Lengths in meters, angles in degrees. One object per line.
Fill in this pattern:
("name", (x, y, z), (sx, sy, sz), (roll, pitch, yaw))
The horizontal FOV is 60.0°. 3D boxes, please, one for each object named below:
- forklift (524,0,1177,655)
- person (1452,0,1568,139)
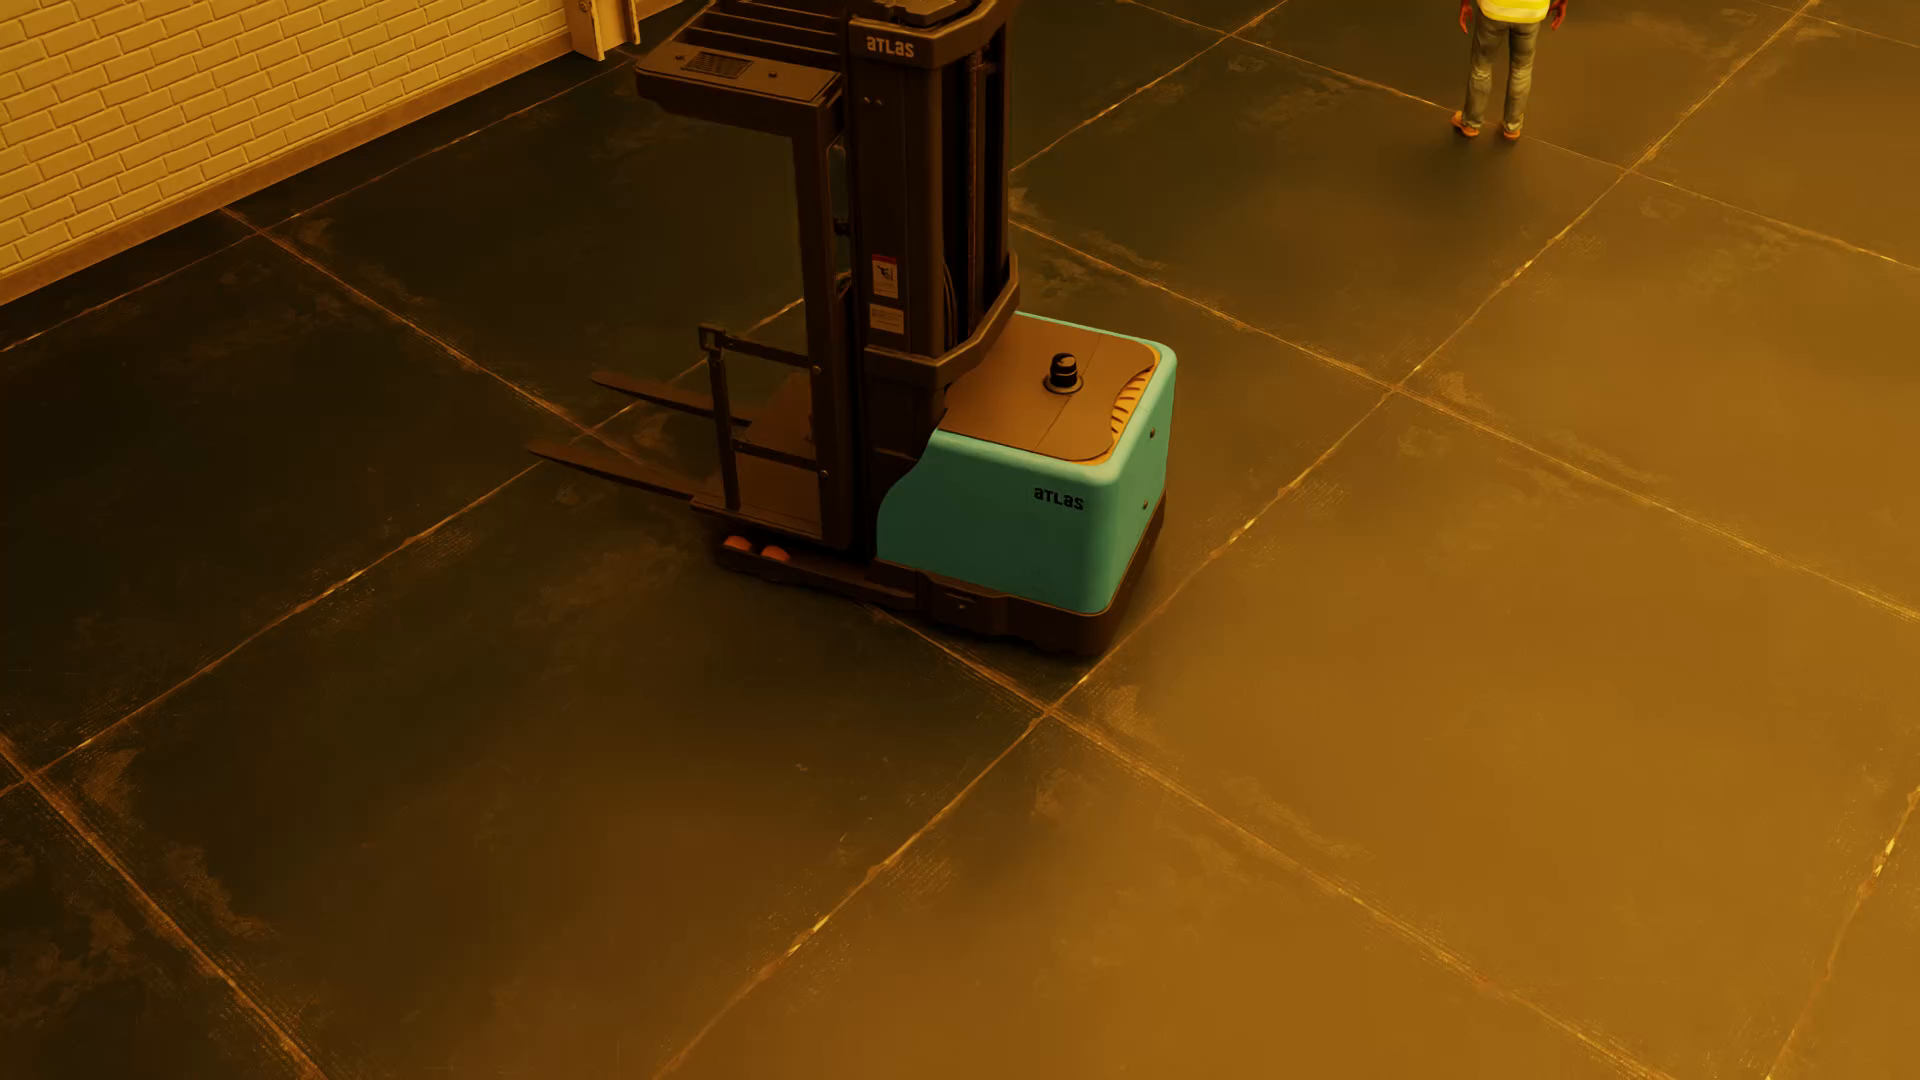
("forklift", (-0.603, -1.209, 7.106), (3.031, 2.935, 1.130), (15, 44, 16))
("person", (3.421, -3.315, 10.309), (0.661, 1.777, 0.504), (5, 42, 6))
